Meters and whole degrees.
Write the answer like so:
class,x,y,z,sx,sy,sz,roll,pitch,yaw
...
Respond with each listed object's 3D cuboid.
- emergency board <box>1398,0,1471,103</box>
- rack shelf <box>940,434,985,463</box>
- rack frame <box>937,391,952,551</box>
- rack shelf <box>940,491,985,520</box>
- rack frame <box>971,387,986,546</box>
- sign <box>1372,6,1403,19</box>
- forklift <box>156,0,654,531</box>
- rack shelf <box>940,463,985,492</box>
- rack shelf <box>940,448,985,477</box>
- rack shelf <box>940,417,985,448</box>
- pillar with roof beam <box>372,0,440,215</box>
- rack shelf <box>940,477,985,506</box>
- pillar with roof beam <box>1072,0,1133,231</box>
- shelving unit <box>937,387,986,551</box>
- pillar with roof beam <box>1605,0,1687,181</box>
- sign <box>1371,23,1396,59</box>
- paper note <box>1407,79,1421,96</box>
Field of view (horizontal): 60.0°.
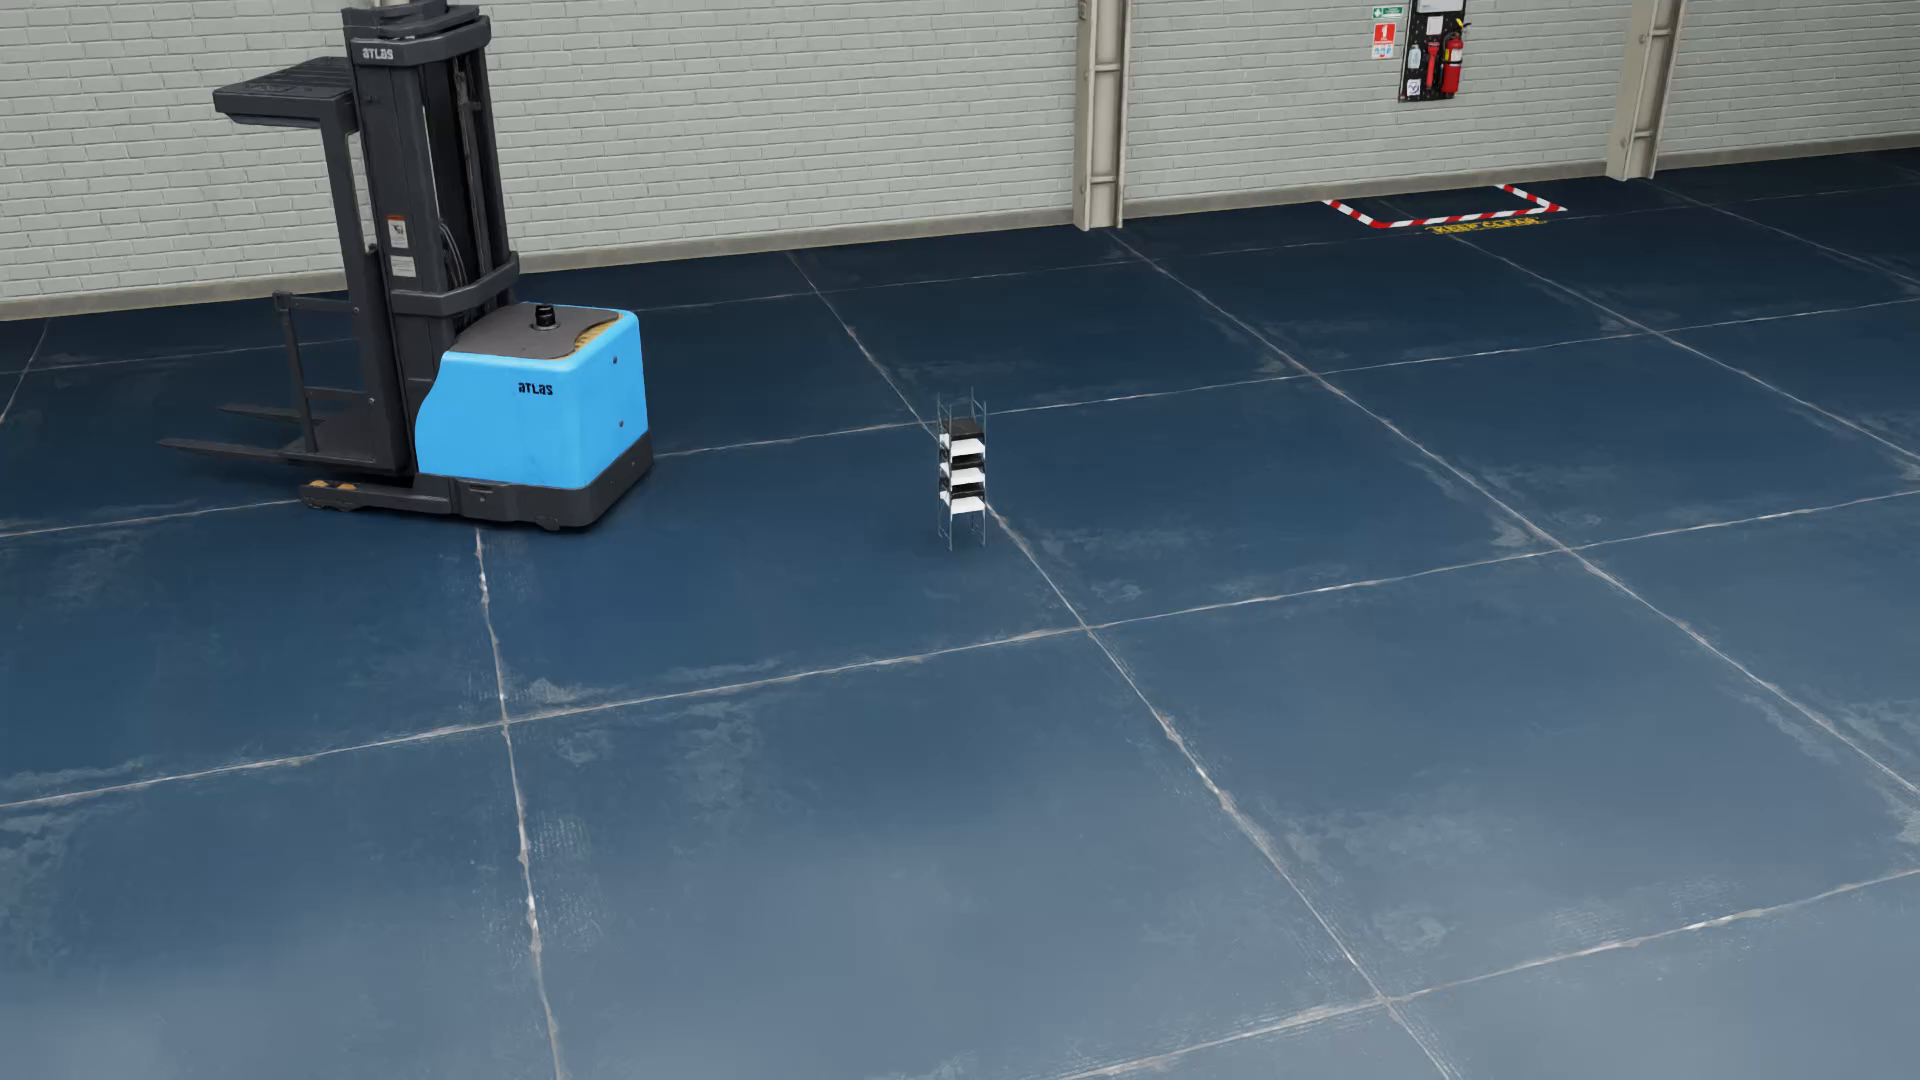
class,x,y,z,sx,sy,sz,roll,pitch,yaw
emergency board,4.643,-4.830,16.106,0.643,1.169,0.194,-8,28,-16
rack shelf,0.008,-0.536,9.487,0.200,0.077,0.258,-8,28,-16
rack frame,-0.089,-0.390,9.524,0.006,0.900,0.240,-8,28,-16
rack shelf,0.008,-0.213,9.647,0.200,0.077,0.258,-8,28,-16
rack frame,0.104,-0.418,9.580,0.006,0.900,0.240,-8,28,-16
sign,4.092,-5.048,15.908,0.331,0.109,0.001,-8,28,-16
forklift,-3.521,-1.706,9.889,3.031,2.935,1.130,6,27,13
rack shelf,0.008,-0.374,9.567,0.200,0.077,0.258,-8,28,-16
rack shelf,0.008,-0.455,9.527,0.200,0.077,0.258,-8,28,-16
rack shelf,0.008,-0.616,9.447,0.200,0.077,0.258,-8,28,-16
pillar with roof beam,-3.073,-4.369,8.430,0.400,9.000,9.100,-8,28,-16
rack shelf,0.008,-0.294,9.607,0.200,0.077,0.258,-8,28,-16
pillar with roof beam,2.632,-5.195,10.094,0.400,9.000,9.100,-8,28,-16
shelving unit,0.008,-0.404,9.552,0.210,0.900,0.258,-8,28,-16
pillar with roof beam,8.338,-6.021,11.758,0.400,9.000,9.100,-8,28,-16
sign,4.085,-4.813,16.032,0.234,0.329,0.001,-8,28,-16
paper note,4.453,-4.440,16.311,0.142,0.148,0.016,-8,28,-16
